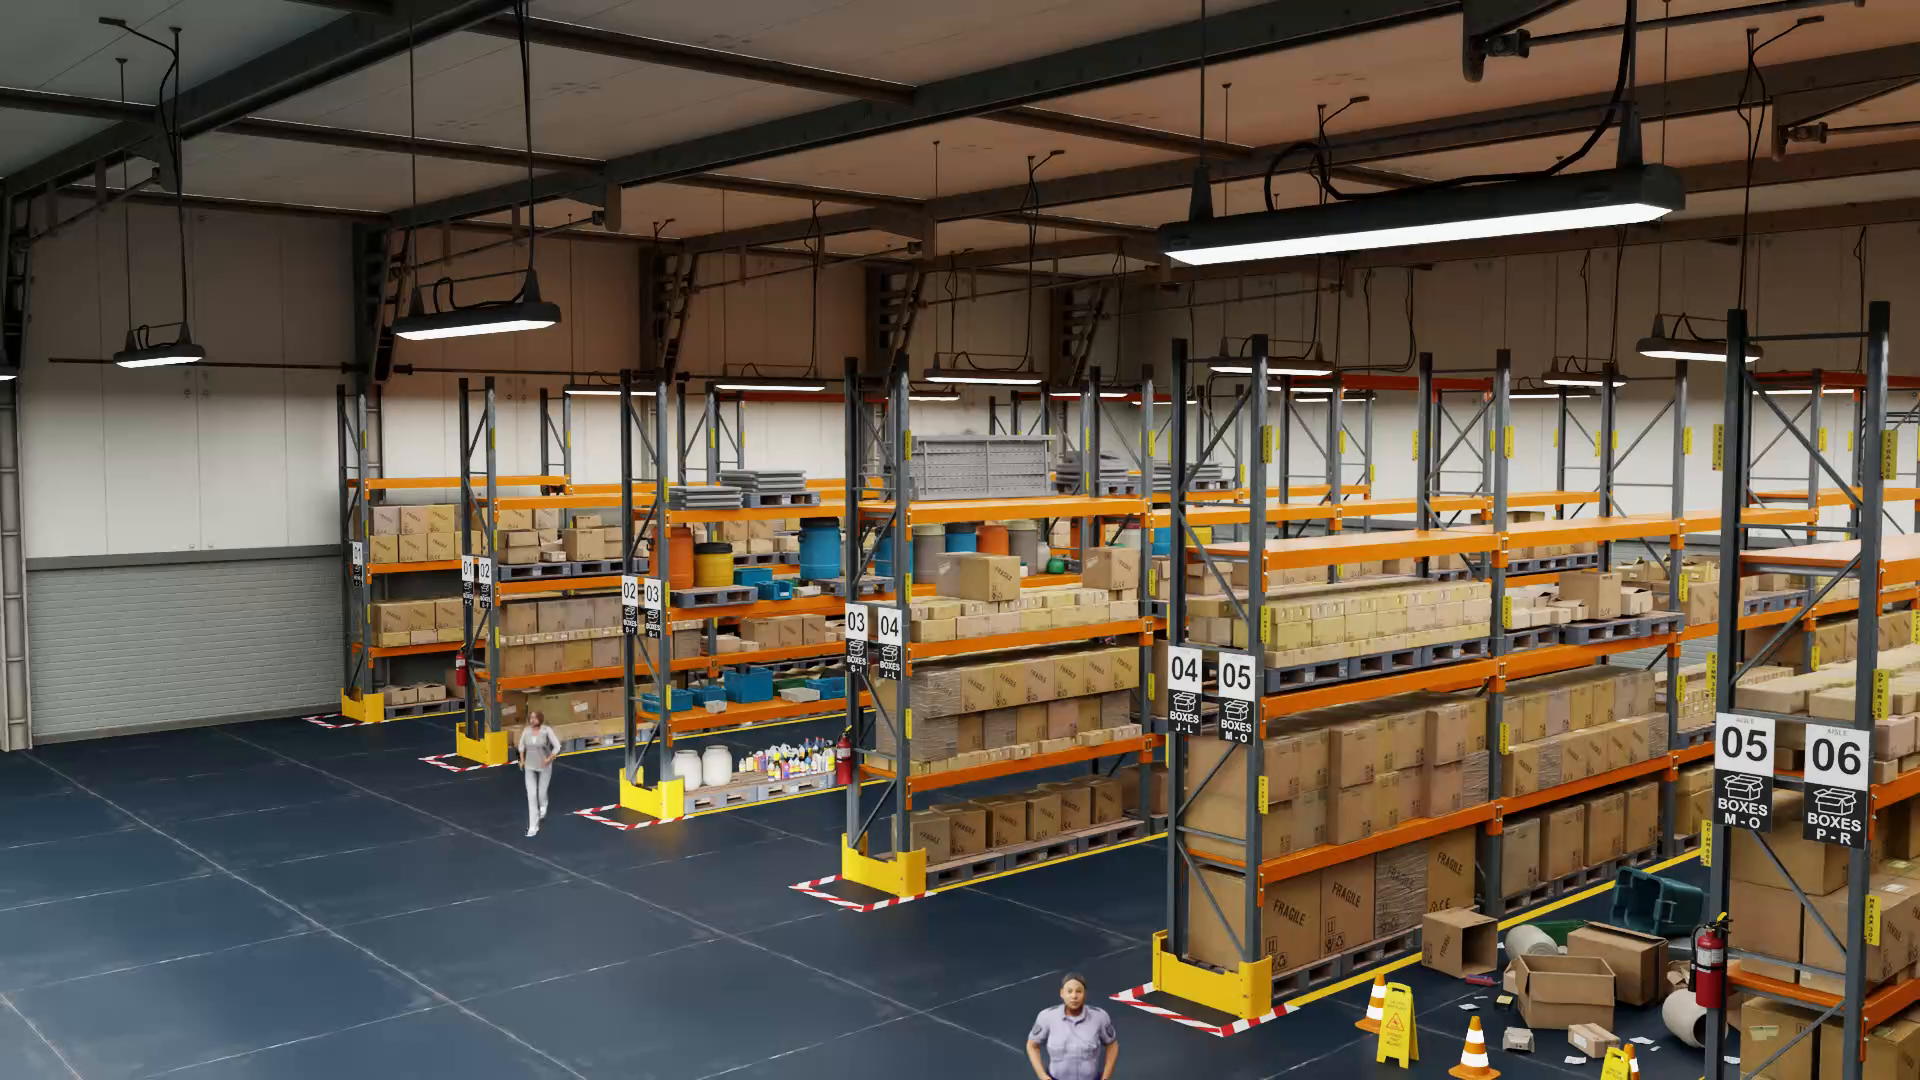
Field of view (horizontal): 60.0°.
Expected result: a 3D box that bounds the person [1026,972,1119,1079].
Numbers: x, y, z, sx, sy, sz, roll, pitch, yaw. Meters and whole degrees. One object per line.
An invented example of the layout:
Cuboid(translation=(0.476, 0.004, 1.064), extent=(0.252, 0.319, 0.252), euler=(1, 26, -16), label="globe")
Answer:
Cuboid(translation=(0.741, 3.642, 10.991), extent=(0.613, 1.618, 0.547), euler=(0, 4, 5), label="person")

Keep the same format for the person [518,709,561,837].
Cuboid(translation=(-5.426, 2.960, 21.473), extent=(0.552, 1.602, 0.766), euler=(0, 4, -4), label="person")

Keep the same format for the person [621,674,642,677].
Cuboid(translation=(-5.877, 2.288, 30.111), extent=(0.647, 1.846, 0.800), euler=(3, 5, 34), label="person")
